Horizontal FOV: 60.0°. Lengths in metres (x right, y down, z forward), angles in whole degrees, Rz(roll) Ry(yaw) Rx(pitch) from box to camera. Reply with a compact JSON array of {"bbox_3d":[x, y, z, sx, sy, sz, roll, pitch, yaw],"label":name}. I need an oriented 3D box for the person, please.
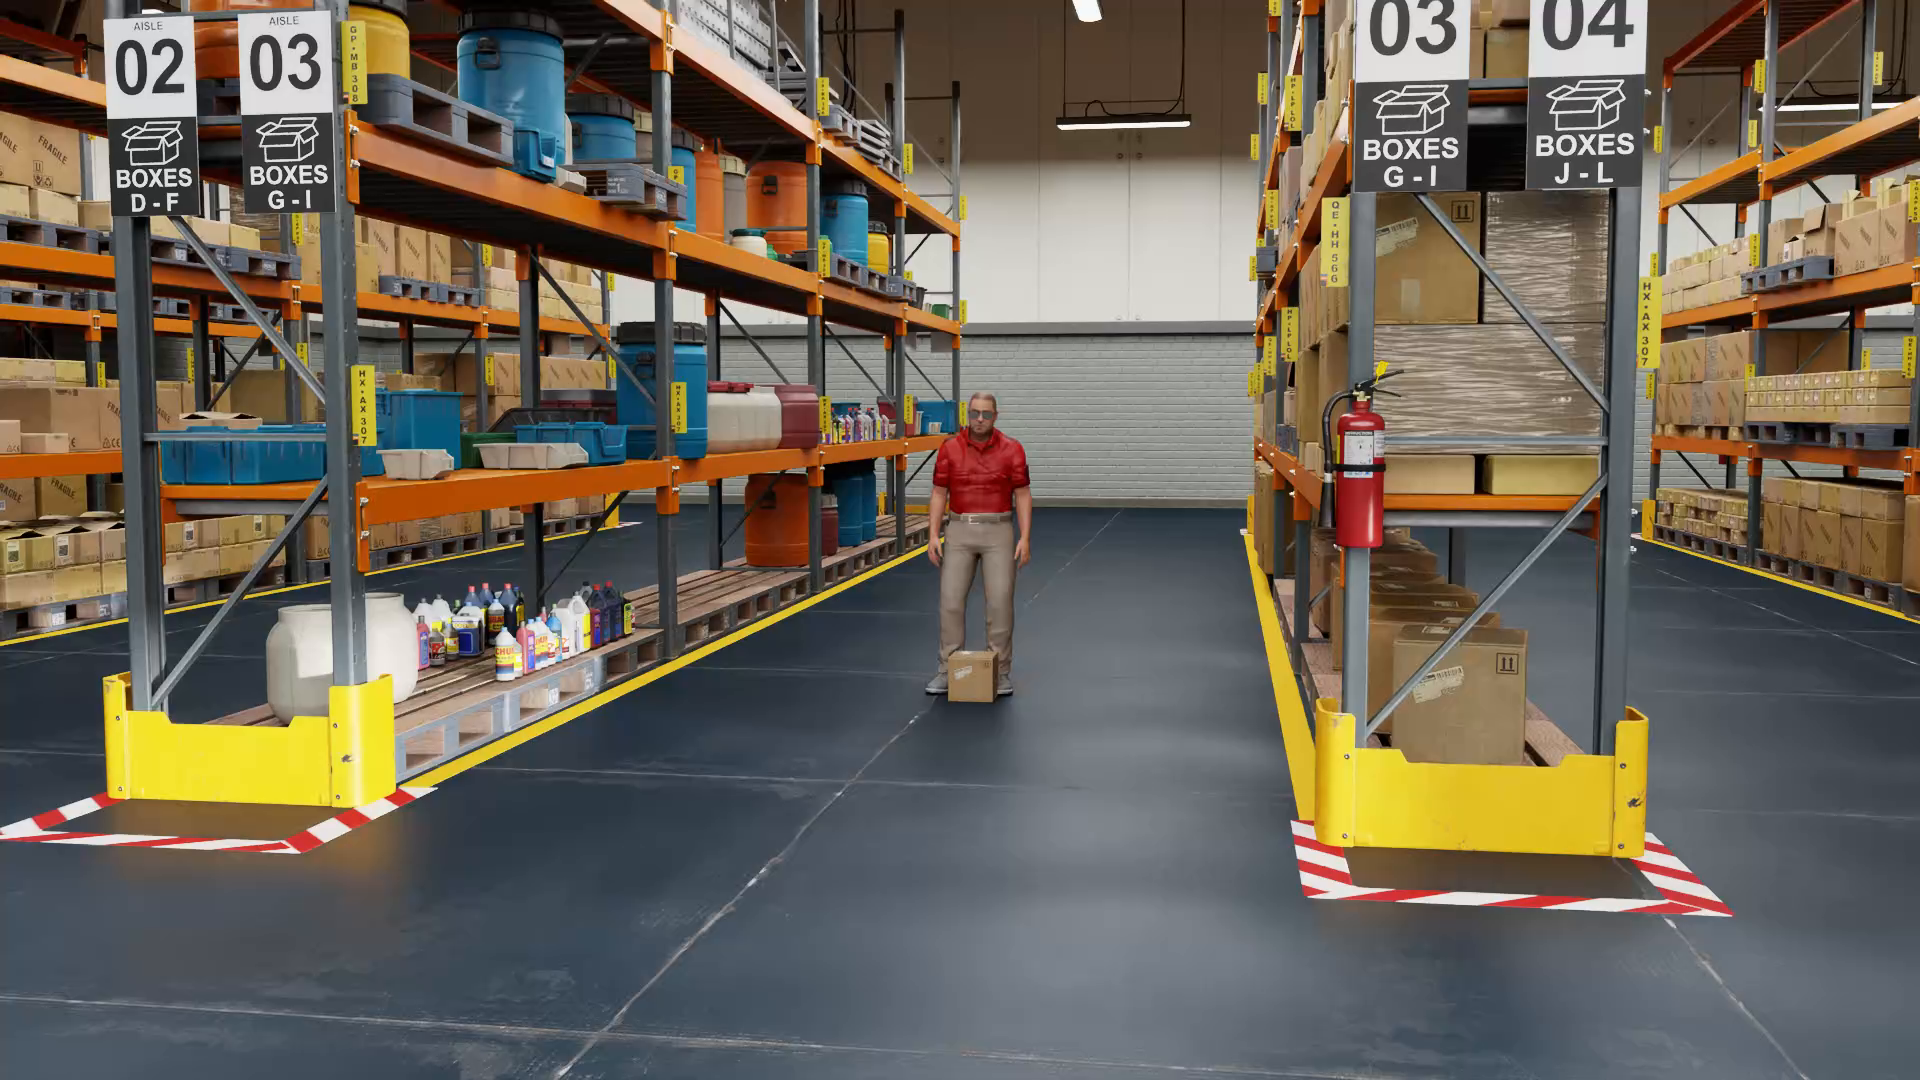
[{"bbox_3d":[0.113,0.012,9.572,0.599,1.727,0.383,1,4,7],"label":"person"}]
